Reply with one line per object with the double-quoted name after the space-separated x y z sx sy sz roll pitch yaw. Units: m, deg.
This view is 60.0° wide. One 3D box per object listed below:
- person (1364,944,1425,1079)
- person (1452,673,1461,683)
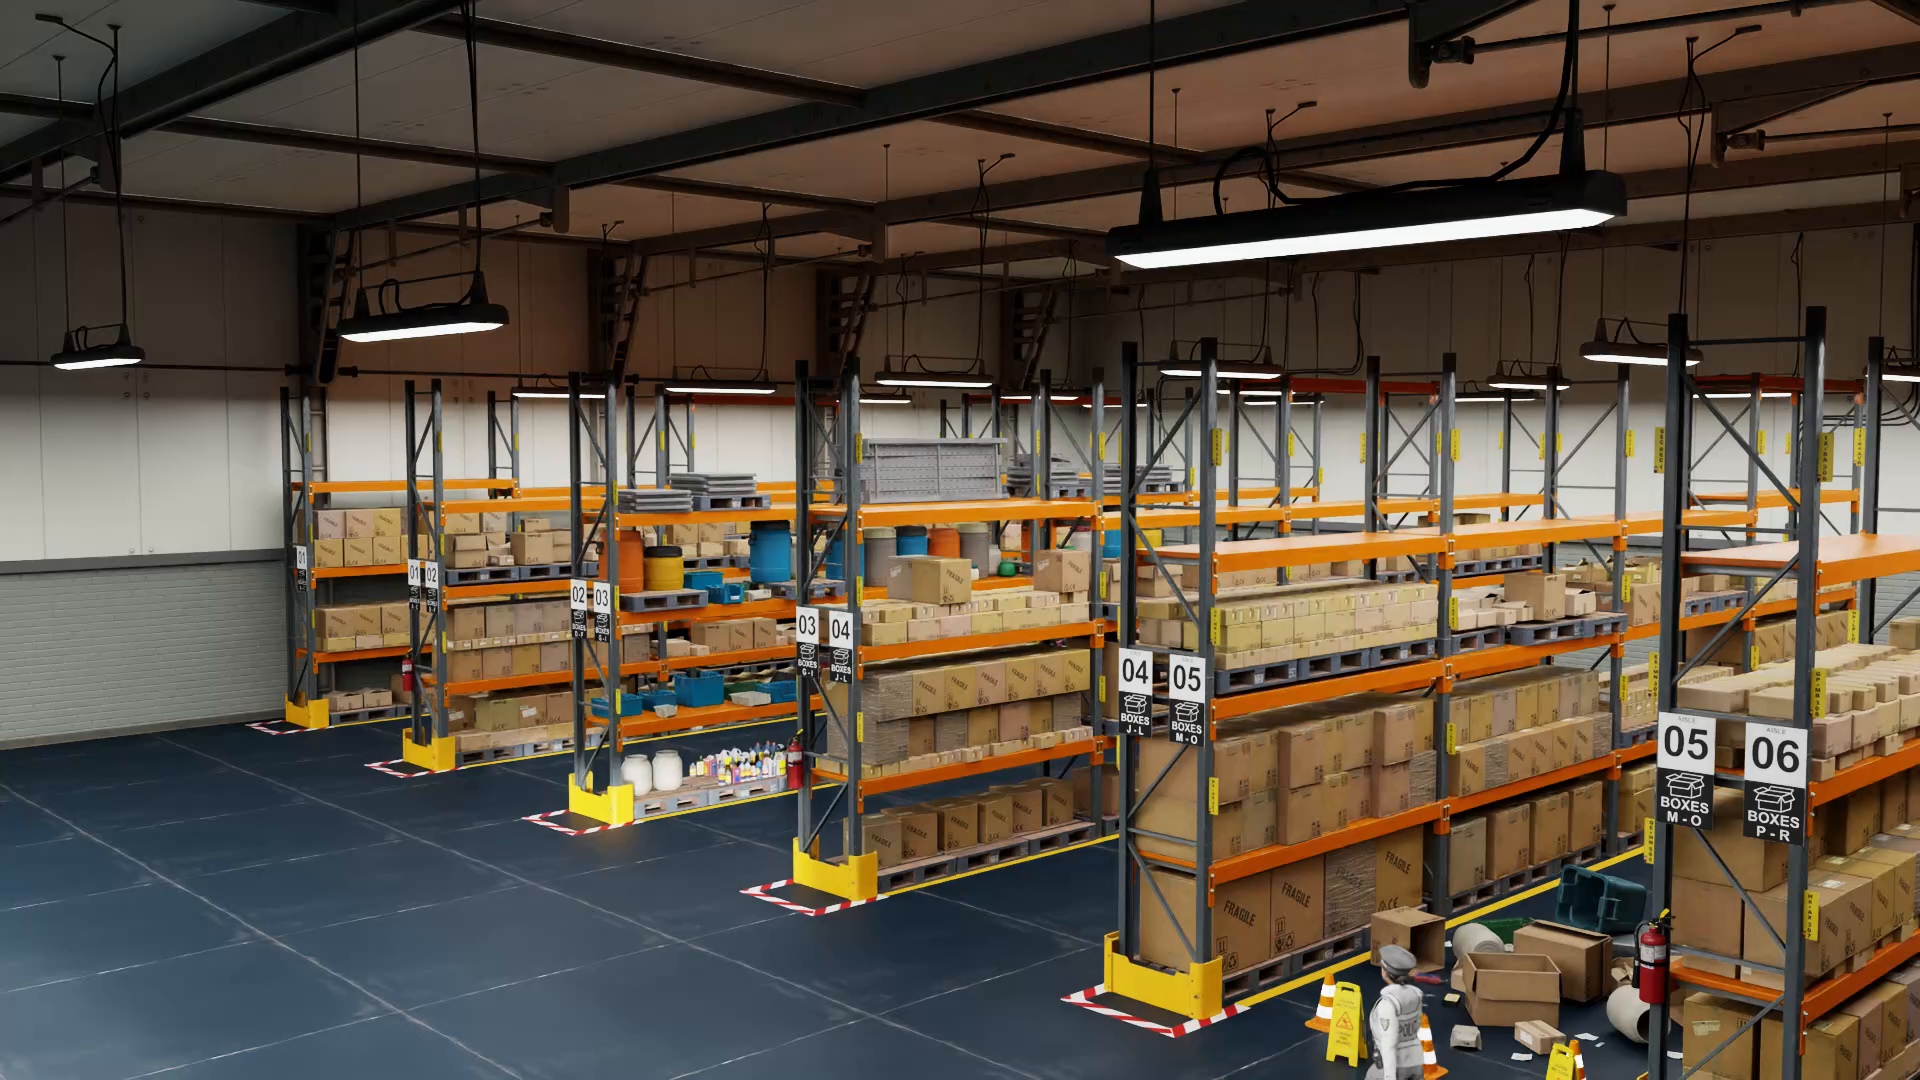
3.045 3.612 11.405 0.540 1.625 1.014 -3 5 -38 "person"
7.369 2.746 24.922 0.922 1.602 0.514 -2 4 -33 "person"
